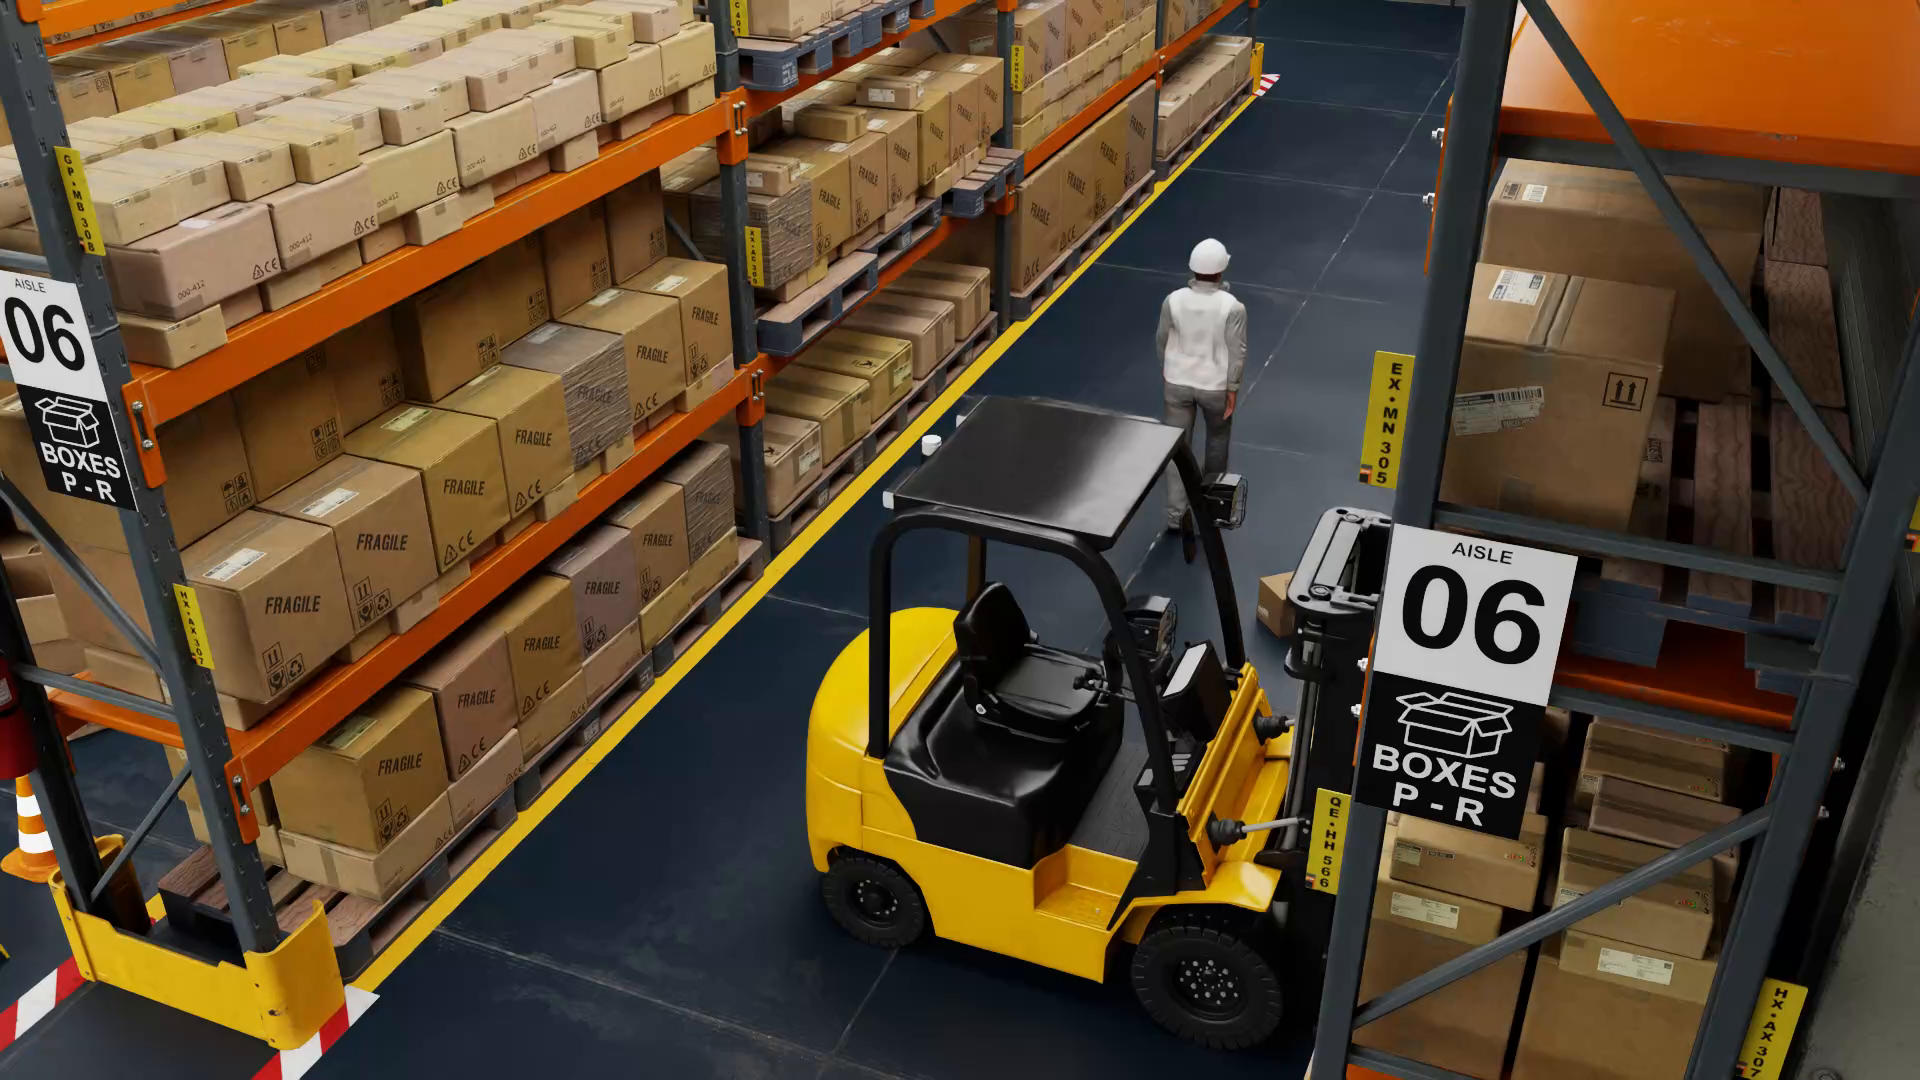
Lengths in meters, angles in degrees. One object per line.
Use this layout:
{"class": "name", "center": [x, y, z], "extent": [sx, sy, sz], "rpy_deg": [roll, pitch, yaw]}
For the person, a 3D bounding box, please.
{"class": "person", "center": [1.457, -0.986, 10.119], "extent": [0.566, 1.769, 0.871], "rpy_deg": [8, 30, 14]}
